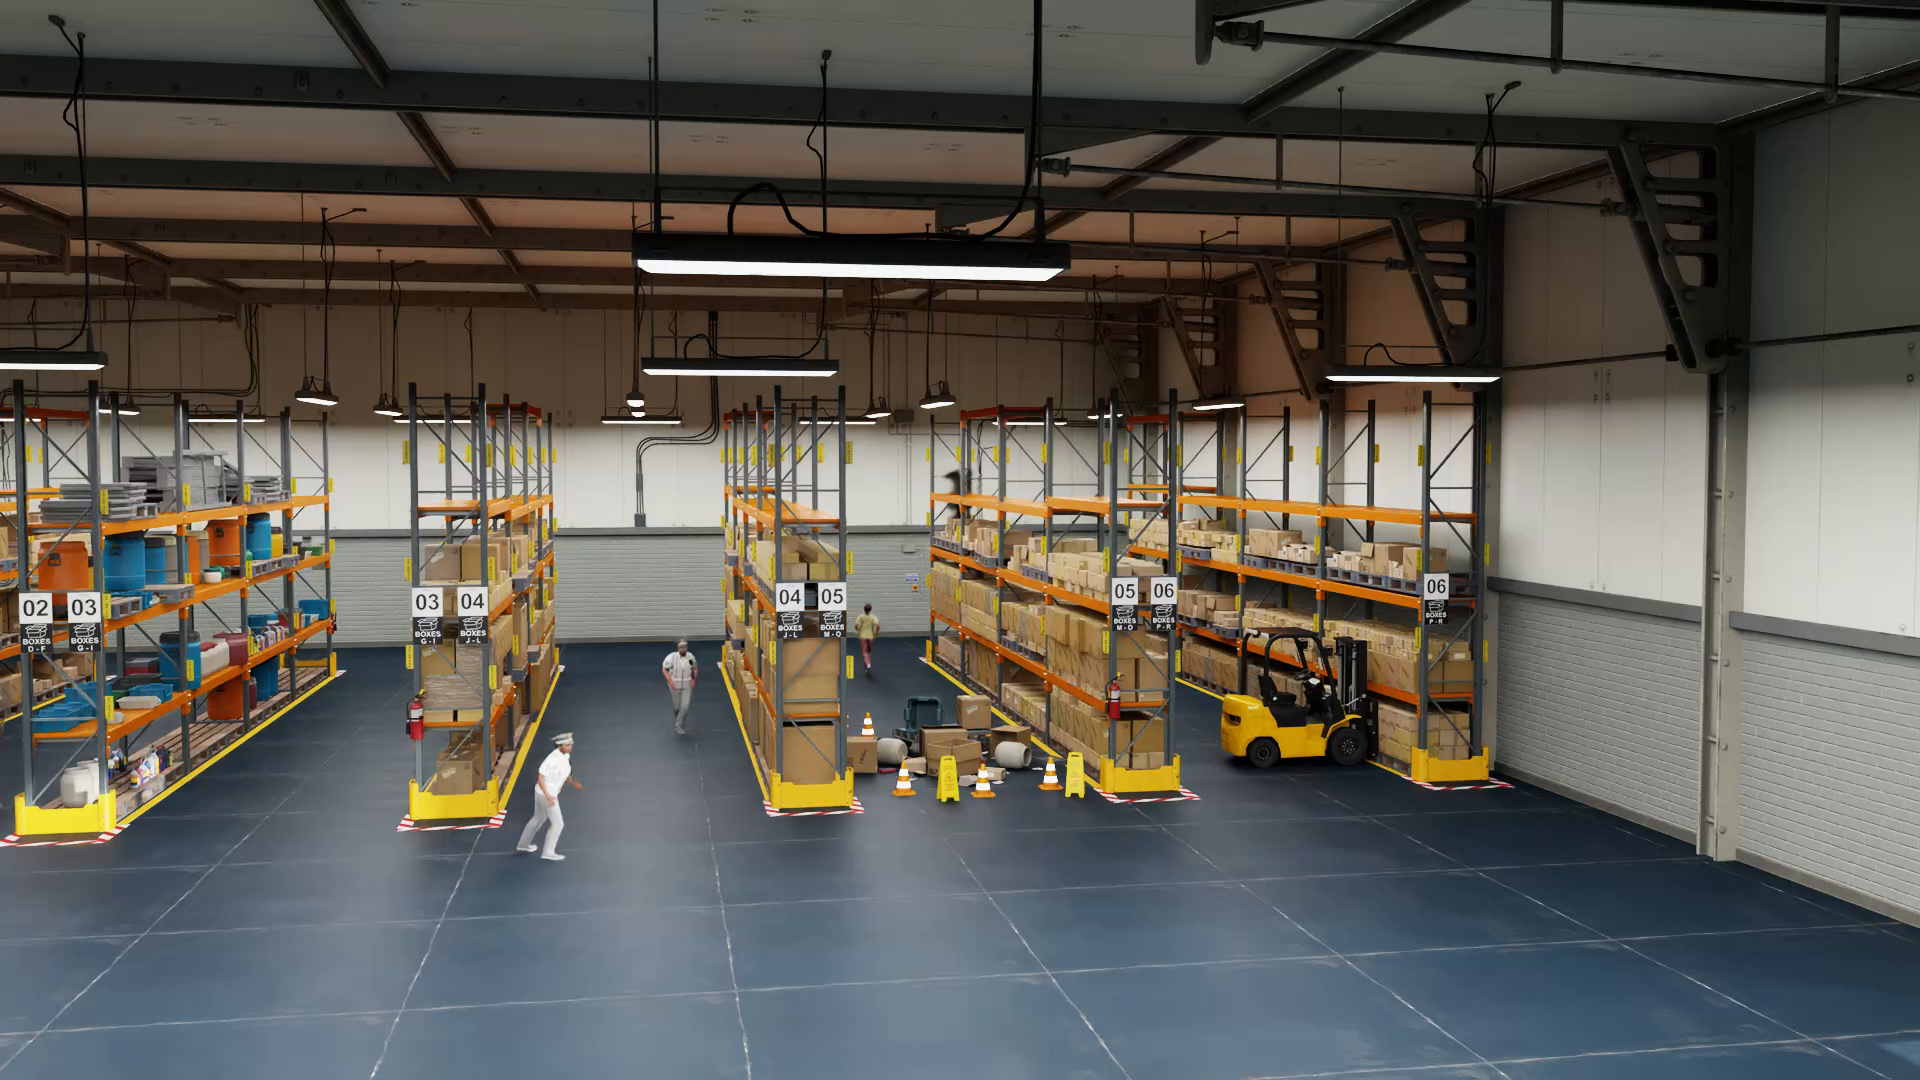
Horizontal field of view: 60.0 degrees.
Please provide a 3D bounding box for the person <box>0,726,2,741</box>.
[{"bbox_3d":[-13.591,2.986,22.912,0.691,1.725,0.801,-2,3,-27],"label":"person"}]

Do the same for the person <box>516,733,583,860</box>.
[{"bbox_3d":[-5.122,3.169,20.679,0.859,1.600,0.633,0,3,-2],"label":"person"}]

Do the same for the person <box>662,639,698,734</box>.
[{"bbox_3d":[-5.079,2.626,30.179,0.654,1.729,0.596,-1,3,-17],"label":"person"}]

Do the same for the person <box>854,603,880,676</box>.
[{"bbox_3d":[-2.096,2.277,37.442,0.573,1.692,0.818,-1,3,-10],"label":"person"}]
